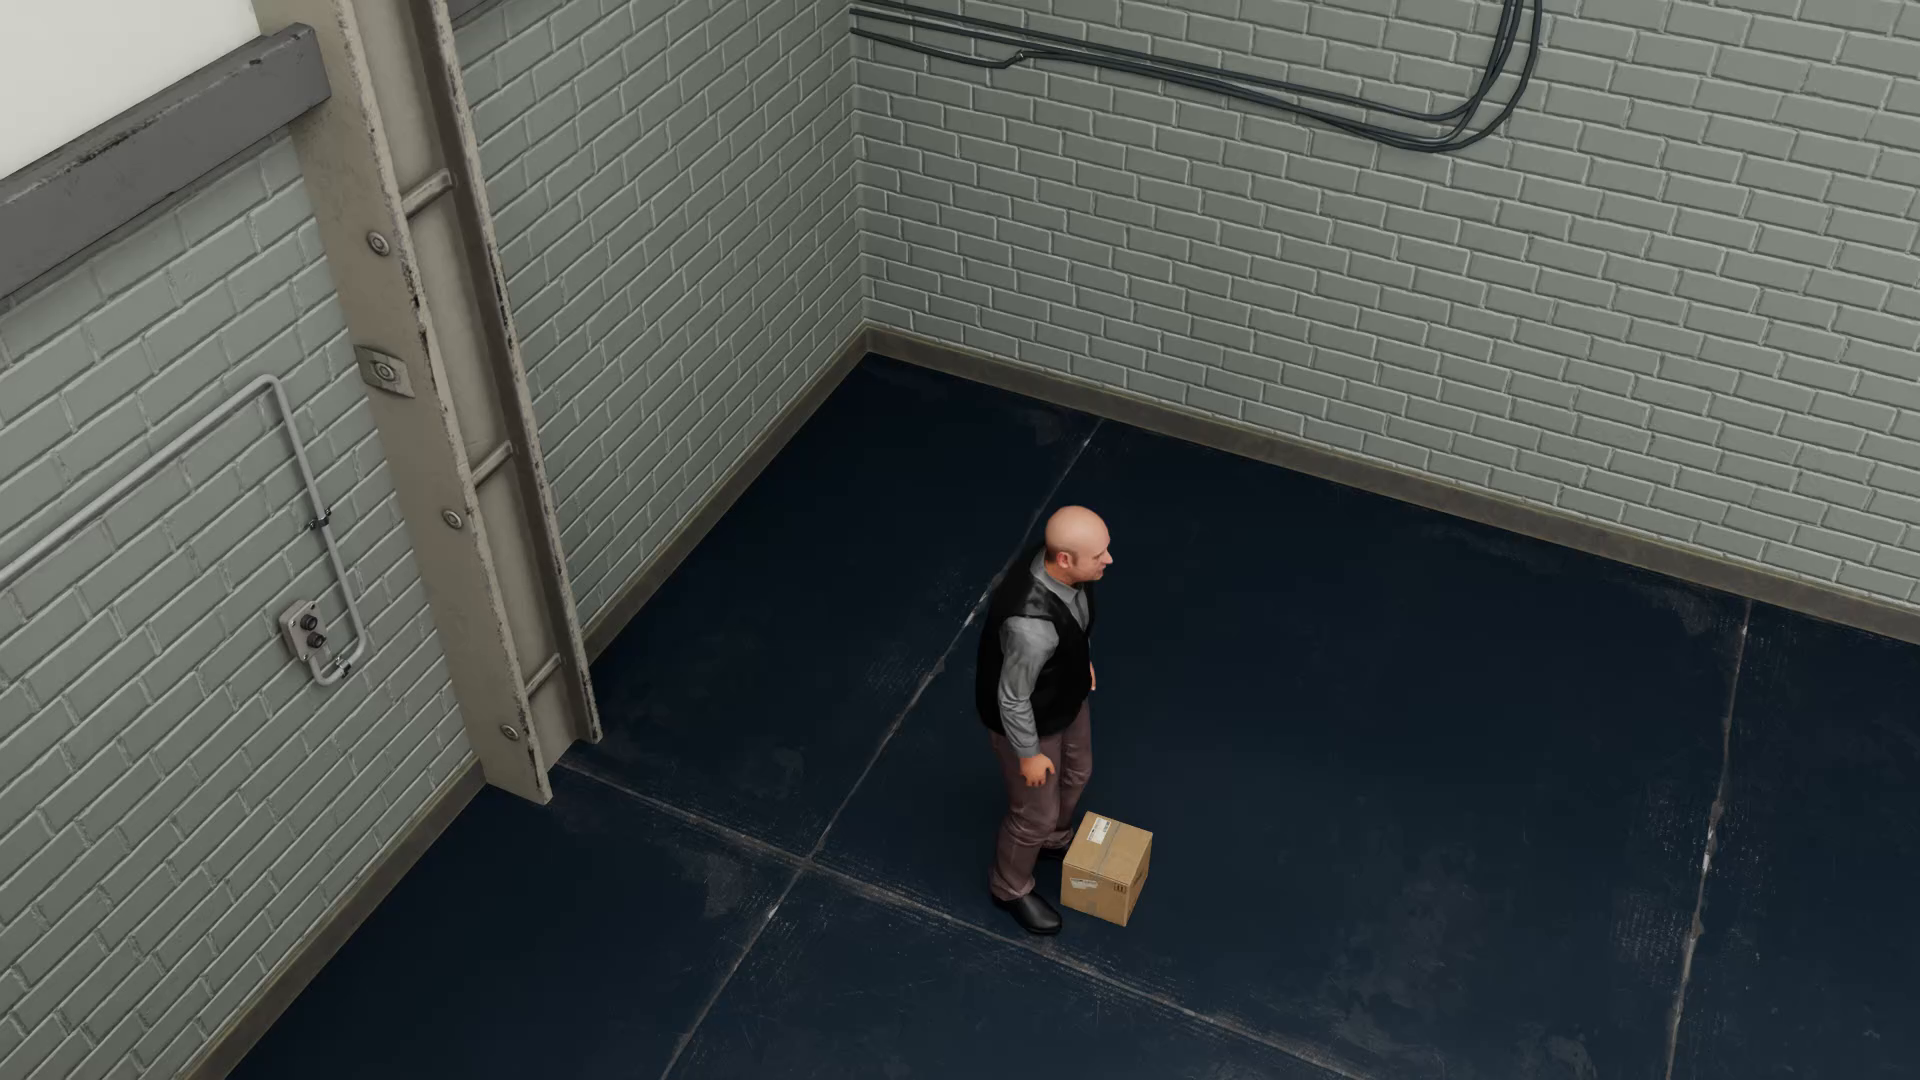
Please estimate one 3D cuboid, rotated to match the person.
[{"bbox_3d":[0.293,0.557,5.552,0.464,1.721,0.589,16,44,17],"label":"person"}]
